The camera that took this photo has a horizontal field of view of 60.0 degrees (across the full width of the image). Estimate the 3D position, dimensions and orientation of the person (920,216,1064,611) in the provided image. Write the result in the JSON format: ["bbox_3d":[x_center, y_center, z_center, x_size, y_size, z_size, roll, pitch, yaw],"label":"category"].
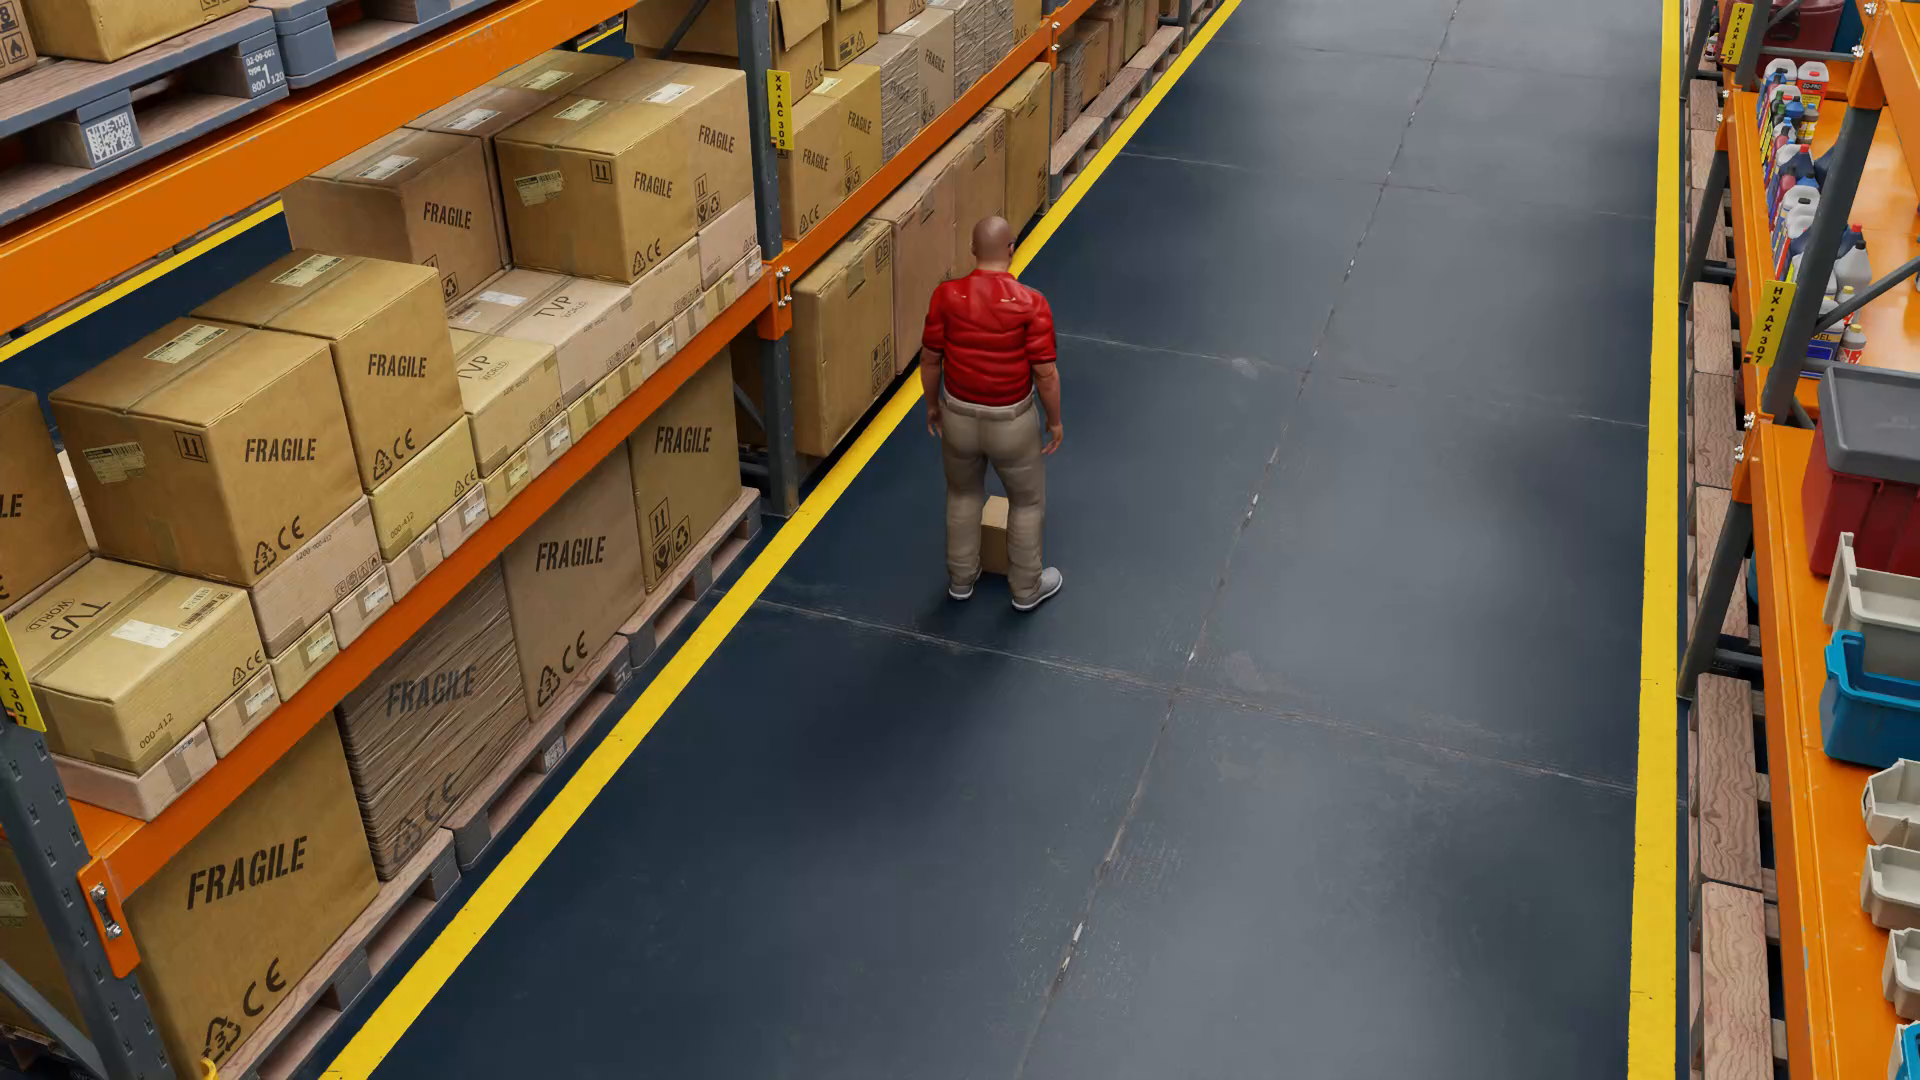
[{"bbox_3d":[0.133,-0.503,6.925,0.595,1.727,0.384,10,34,15],"label":"person"}]
